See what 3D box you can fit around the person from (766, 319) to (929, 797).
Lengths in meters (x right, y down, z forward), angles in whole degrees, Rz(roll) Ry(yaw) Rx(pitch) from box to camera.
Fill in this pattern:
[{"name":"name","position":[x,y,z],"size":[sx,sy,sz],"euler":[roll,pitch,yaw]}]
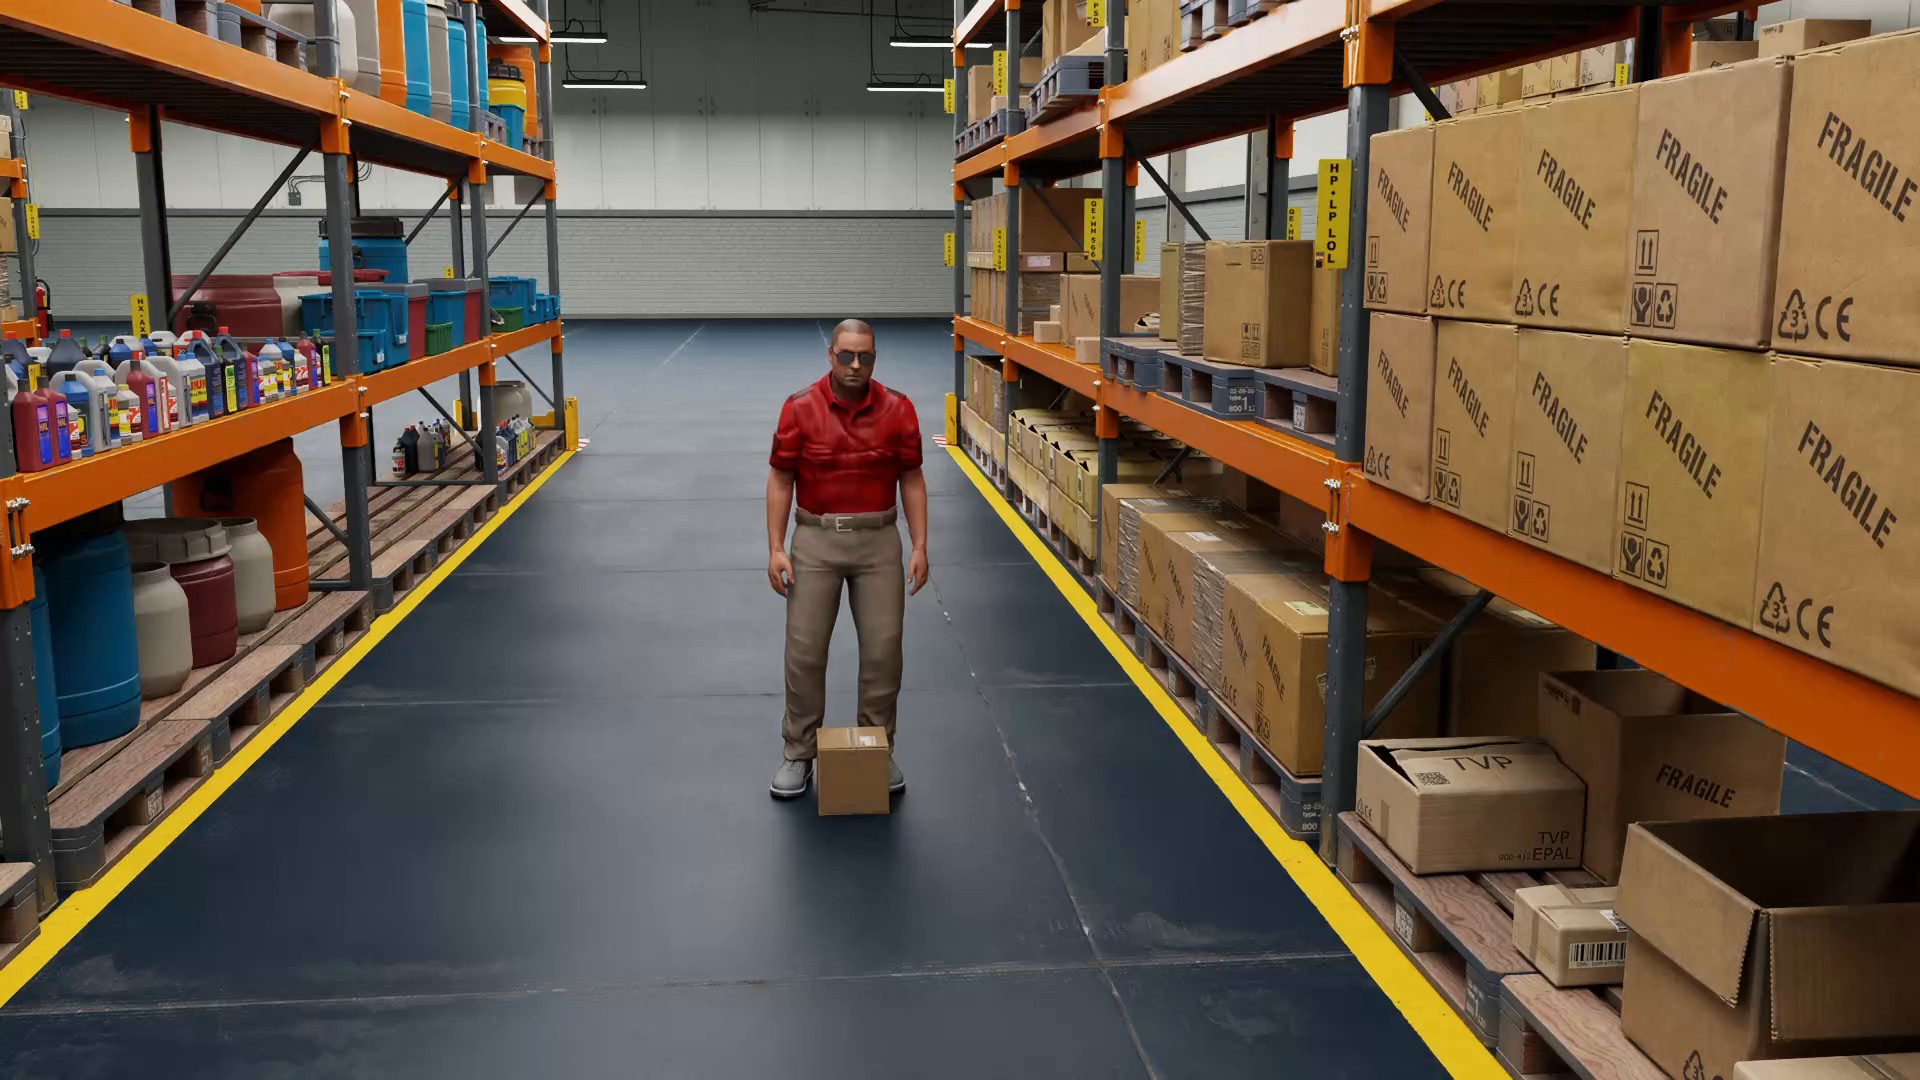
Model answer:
[{"name":"person","position":[-0.415,0.057,6.108],"size":[0.603,1.728,0.384],"euler":[-2,10,-9]}]
